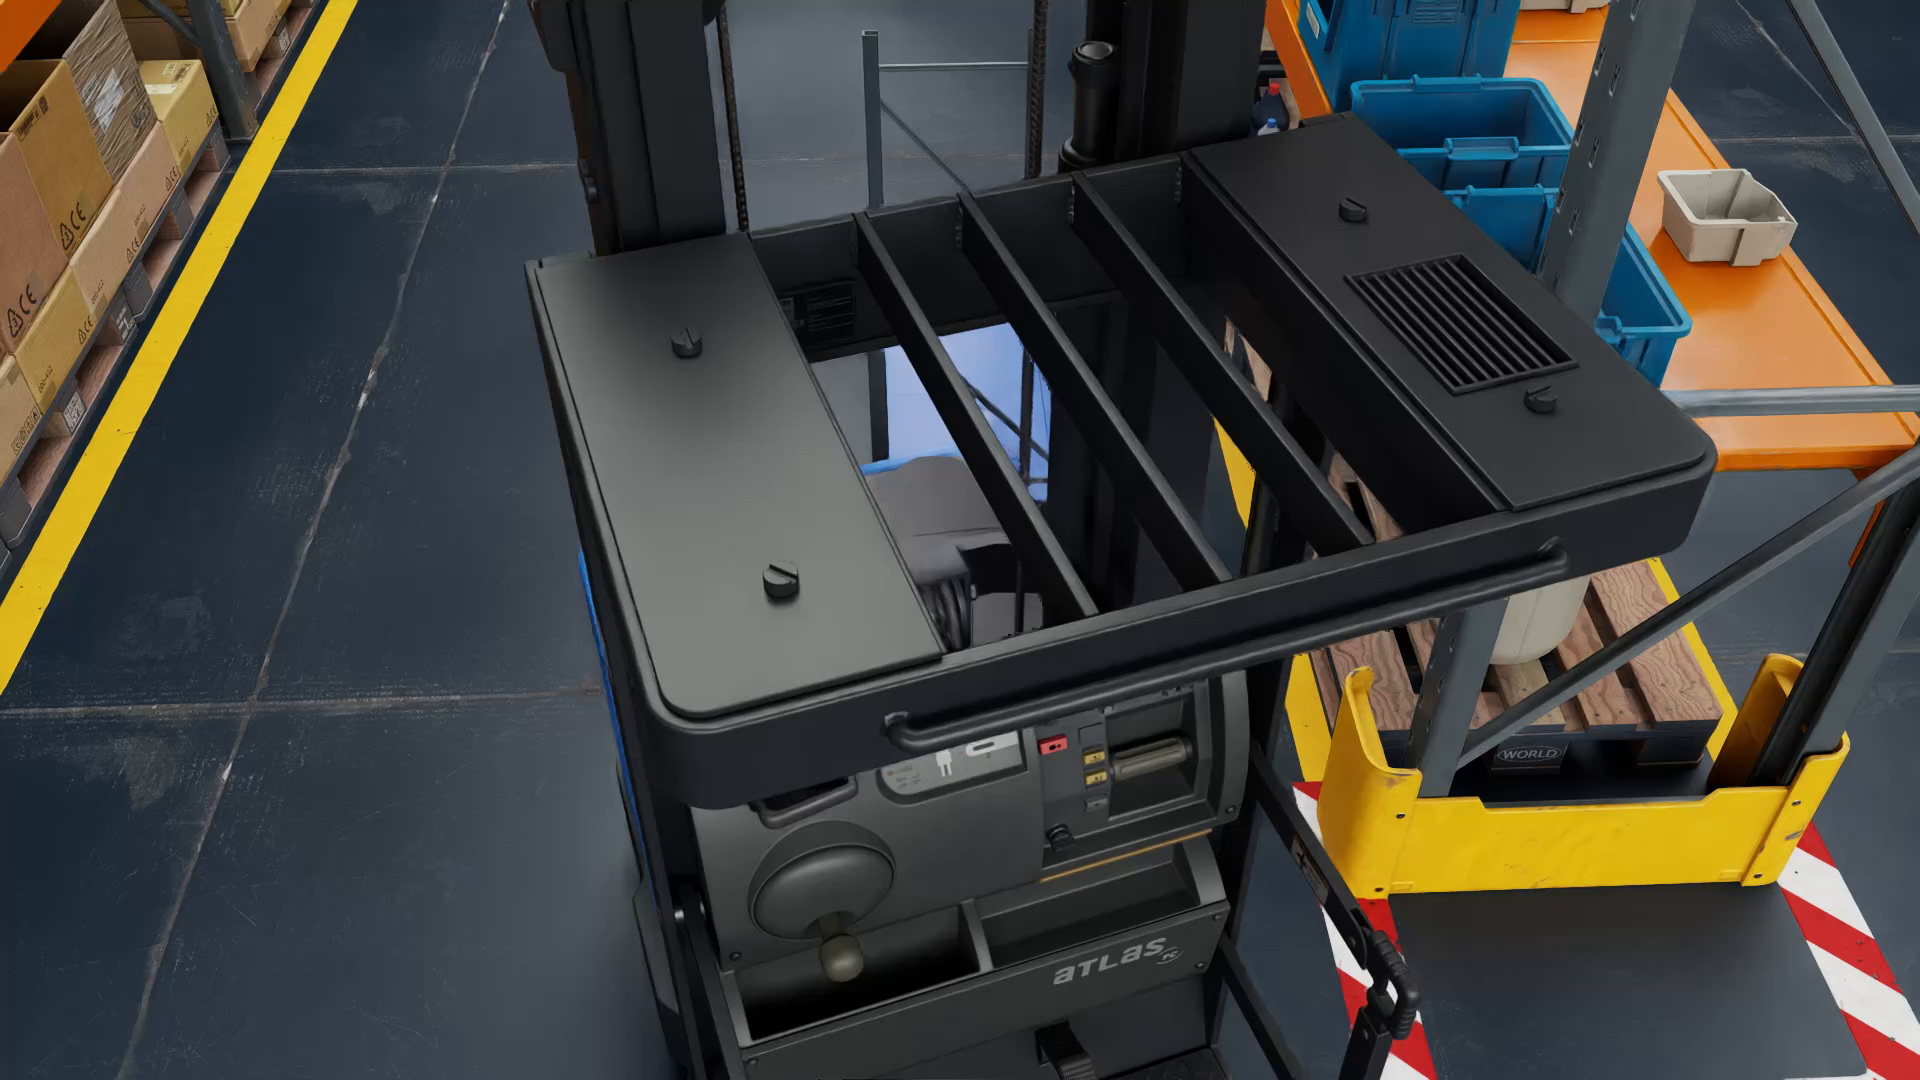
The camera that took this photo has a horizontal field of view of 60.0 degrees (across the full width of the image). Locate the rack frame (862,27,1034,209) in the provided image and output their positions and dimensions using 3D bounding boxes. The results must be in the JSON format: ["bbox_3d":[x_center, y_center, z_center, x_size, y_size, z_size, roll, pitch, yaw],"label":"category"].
[{"bbox_3d":[-0.018,-0.838,5.055,0.500,1.500,0.032,-2,43,-2],"label":"rack frame"}]

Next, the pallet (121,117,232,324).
[{"bbox_3d":[-3.533,-1.264,6.473,1.003,0.211,1.213,-2,43,-2],"label":"pallet"}]

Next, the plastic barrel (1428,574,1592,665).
[{"bbox_3d":[1.490,0.051,4.505,0.421,0.512,0.421,0,43,0],"label":"plastic barrel"}]

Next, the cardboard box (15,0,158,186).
[{"bbox_3d":[-3.277,-1.603,5.948,0.500,0.500,0.500,-2,43,-2],"label":"cardboard box"}]

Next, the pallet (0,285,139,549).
[{"bbox_3d":[-3.478,-0.439,5.572,1.003,0.211,1.213,-2,43,-2],"label":"pallet"}]

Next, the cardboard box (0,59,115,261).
[{"bbox_3d":[-3.252,-1.266,5.580,0.500,0.500,0.500,-2,43,-2],"label":"cardboard box"}]

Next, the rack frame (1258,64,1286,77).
[{"bbox_3d":[1.424,-2.970,6.270,1.000,3.000,0.127,-2,43,-2],"label":"rack frame"}]

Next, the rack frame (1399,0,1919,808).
[{"bbox_3d":[1.594,-0.270,3.324,1.000,3.000,0.127,-2,43,-2],"label":"rack frame"}]

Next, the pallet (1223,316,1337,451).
[{"bbox_3d":[1.466,-0.662,5.816,1.003,0.211,1.213,-2,43,-2],"label":"pallet"}]

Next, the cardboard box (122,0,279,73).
[{"bbox_3d":[-3.294,-2.251,7.210,0.500,0.250,0.500,-3,43,-3],"label":"cardboard box"}]

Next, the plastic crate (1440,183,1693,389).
[{"bbox_3d":[1.274,-0.544,3.734,0.499,0.251,0.616,-2,43,-2],"label":"plastic crate"}]

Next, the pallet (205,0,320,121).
[{"bbox_3d":[-3.595,-2.299,7.601,1.003,0.211,1.213,-2,43,-2],"label":"pallet"}]

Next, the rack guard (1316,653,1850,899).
[{"bbox_3d":[1.544,0.602,4.223,1.175,0.500,0.348,-2,43,-2],"label":"rack guard"}]

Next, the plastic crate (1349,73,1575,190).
[{"bbox_3d":[1.252,-0.983,4.212,0.499,0.251,0.408,-2,43,-2],"label":"plastic crate"}]

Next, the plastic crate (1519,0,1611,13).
[{"bbox_3d":[1.746,-1.784,5.171,0.530,0.136,0.437,-2,43,-2],"label":"plastic crate"}]

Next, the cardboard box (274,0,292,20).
[{"bbox_3d":[-3.315,-2.596,7.586,0.500,0.250,0.500,-1,43,-1],"label":"cardboard box"}]

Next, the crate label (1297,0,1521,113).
[{"bbox_3d":[1.246,-1.517,4.659,0.502,0.435,0.616,-2,43,-2],"label":"crate label"}]

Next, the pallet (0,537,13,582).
[{"bbox_3d":[-3.429,0.383,4.676,1.003,0.211,1.213,-2,43,-2],"label":"pallet"}]

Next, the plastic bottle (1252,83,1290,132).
[{"bbox_3d":[1.188,-1.603,6.414,0.144,0.351,0.185,-2,43,-2],"label":"plastic bottle"}]

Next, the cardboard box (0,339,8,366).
[{"bbox_3d":[-3.213,-0.591,4.844,0.500,0.500,0.500,-2,43,-2],"label":"cardboard box"}]

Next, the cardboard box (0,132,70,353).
[{"bbox_3d":[-3.216,-0.929,5.212,0.500,0.500,0.500,-2,43,-2],"label":"cardboard box"}]

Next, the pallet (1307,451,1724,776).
[{"bbox_3d":[1.515,0.160,4.919,1.003,0.211,1.213,-2,43,-2],"label":"pallet"}]

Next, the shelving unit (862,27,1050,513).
[{"bbox_3d":[0.004,-0.495,4.680,0.538,1.500,1.048,-2,43,-2],"label":"shelving unit"}]

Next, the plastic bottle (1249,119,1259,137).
[{"bbox_3d":[1.052,-1.471,6.270,0.144,0.351,0.185,-3,43,-4],"label":"plastic bottle"}]

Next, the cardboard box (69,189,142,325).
[{"bbox_3d":[-3.239,-0.990,5.834,0.500,0.250,0.500,-2,43,-2],"label":"cardboard box"}]

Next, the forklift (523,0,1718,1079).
[{"bbox_3d":[0.109,0.509,2.526,1.130,2.935,3.031,-13,44,-14],"label":"forklift"}]

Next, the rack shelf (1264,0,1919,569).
[{"bbox_3d":[1.509,-1.355,5.040,1.077,0.370,4.000,-2,43,-2],"label":"rack shelf"}]

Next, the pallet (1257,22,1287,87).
[{"bbox_3d":[1.352,-2.471,7.790,1.003,0.211,1.213,-2,43,-2],"label":"pallet"}]

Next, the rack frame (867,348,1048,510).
[{"bbox_3d":[0.025,-0.152,4.306,0.500,1.500,0.032,-2,43,-2],"label":"rack frame"}]

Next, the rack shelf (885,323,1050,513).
[{"bbox_3d":[0.004,-0.363,4.802,0.538,0.185,1.000,-2,43,-2],"label":"rack shelf"}]

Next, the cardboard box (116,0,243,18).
[{"bbox_3d":[-3.293,-2.464,7.028,0.500,0.311,0.500,-2,43,-2],"label":"cardboard box"}]

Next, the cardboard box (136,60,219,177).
[{"bbox_3d":[-3.287,-1.665,6.570,0.500,0.250,0.500,-2,43,-2],"label":"cardboard box"}]

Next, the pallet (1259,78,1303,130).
[{"bbox_3d":[1.411,-1.487,6.716,1.003,0.211,1.213,-2,43,-2],"label":"pallet"}]

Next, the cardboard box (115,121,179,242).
[{"bbox_3d":[-3.275,-1.327,6.202,0.500,0.250,0.500,-2,43,-2],"label":"cardboard box"}]

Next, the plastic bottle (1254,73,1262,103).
[{"bbox_3d":[1.147,-1.689,6.557,0.061,0.283,0.133,-2,43,-2],"label":"plastic bottle"}]

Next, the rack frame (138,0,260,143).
[{"bbox_3d":[-3.525,-2.830,6.118,1.000,3.000,0.127,-2,43,-2],"label":"rack frame"}]

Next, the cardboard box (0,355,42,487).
[{"bbox_3d":[-3.201,-0.315,5.097,0.500,0.250,0.500,-2,43,-2],"label":"cardboard box"}]

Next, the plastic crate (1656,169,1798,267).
[{"bbox_3d":[1.878,-0.786,4.082,0.298,0.136,0.250,-2,43,-2],"label":"plastic crate"}]

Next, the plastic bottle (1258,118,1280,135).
[{"bbox_3d":[1.171,-1.475,6.333,0.097,0.271,0.097,0,43,0],"label":"plastic bottle"}]

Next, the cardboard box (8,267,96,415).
[{"bbox_3d":[-3.217,-0.652,5.466,0.500,0.250,0.500,-2,43,-2],"label":"cardboard box"}]
